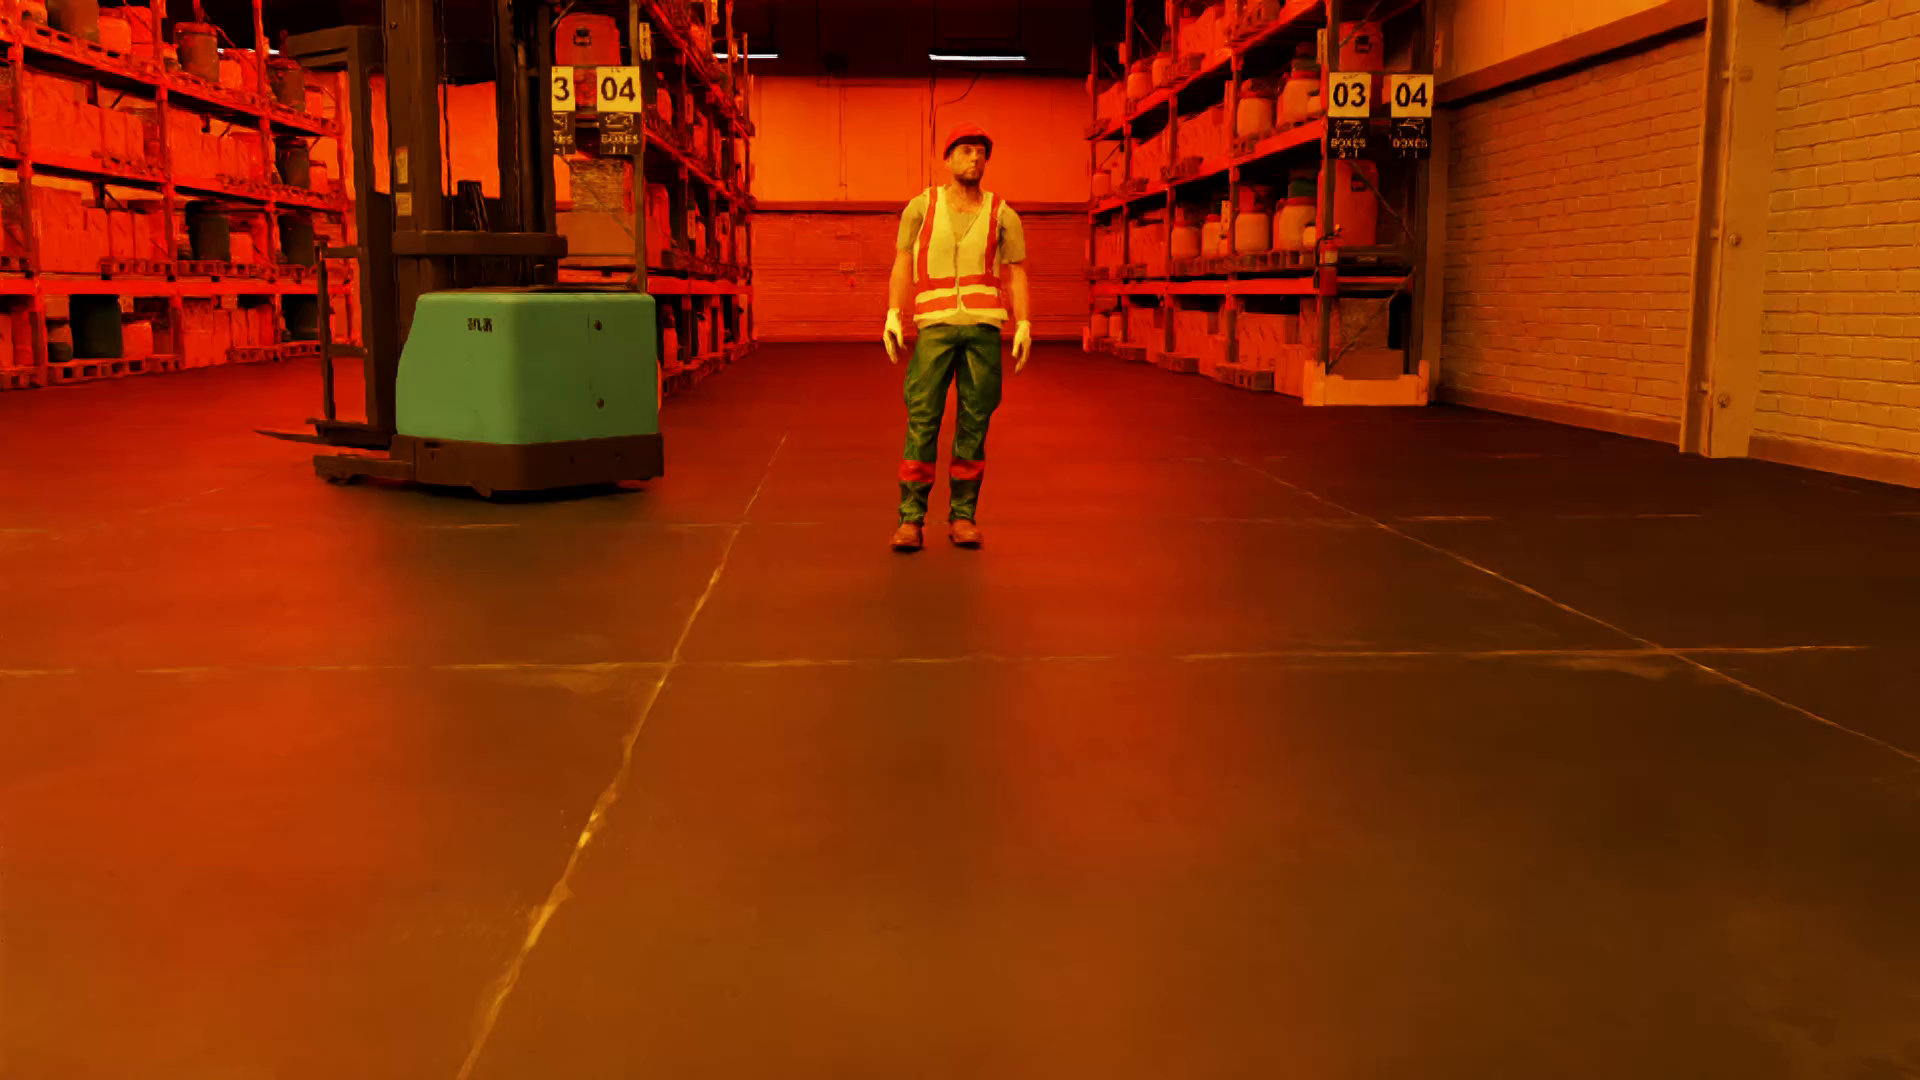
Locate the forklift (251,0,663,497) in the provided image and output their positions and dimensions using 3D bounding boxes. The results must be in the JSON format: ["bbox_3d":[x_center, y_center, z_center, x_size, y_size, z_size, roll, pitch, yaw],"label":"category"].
[{"bbox_3d":[-3.102,-1.823,9.608,3.031,2.935,1.130,7,11,39],"label":"forklift"}]

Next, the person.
[{"bbox_3d":[-0.006,-0.880,7.097,0.637,1.787,0.563,-1,8,-4],"label":"person"}]
